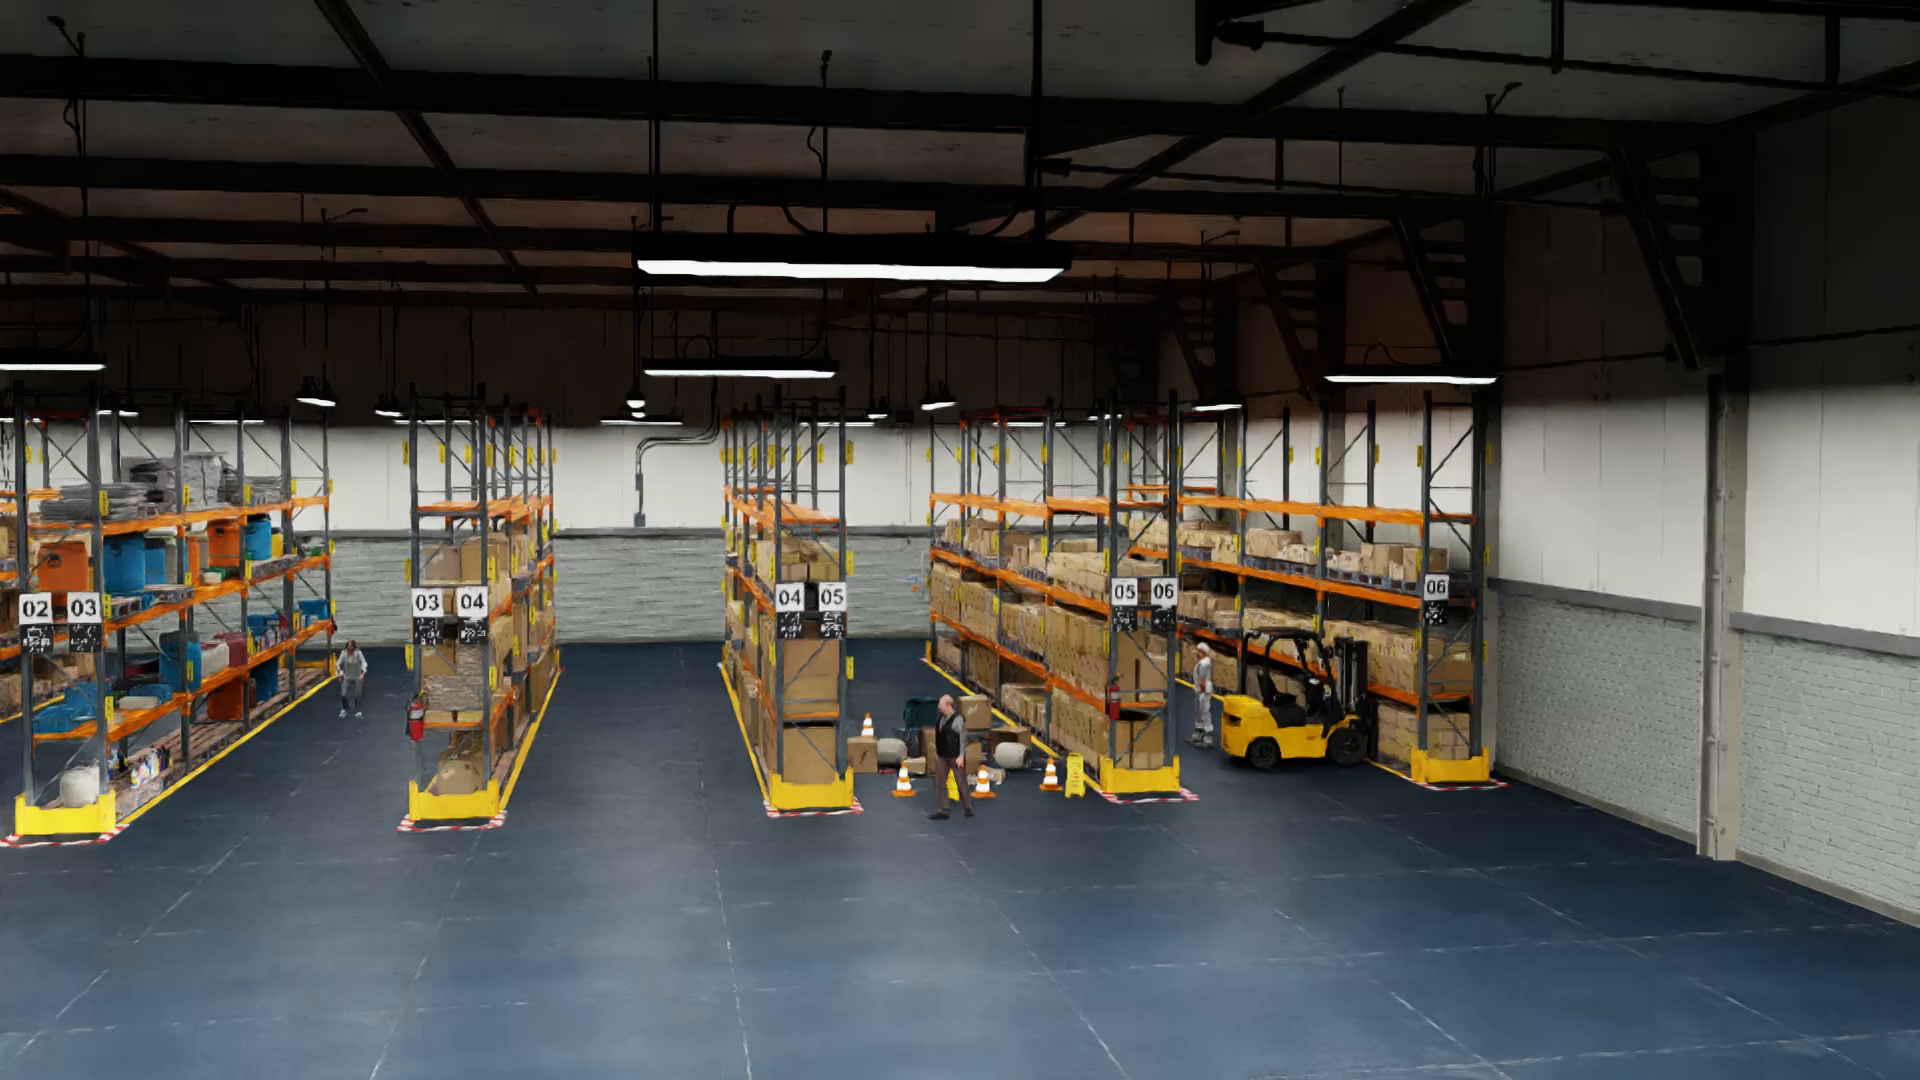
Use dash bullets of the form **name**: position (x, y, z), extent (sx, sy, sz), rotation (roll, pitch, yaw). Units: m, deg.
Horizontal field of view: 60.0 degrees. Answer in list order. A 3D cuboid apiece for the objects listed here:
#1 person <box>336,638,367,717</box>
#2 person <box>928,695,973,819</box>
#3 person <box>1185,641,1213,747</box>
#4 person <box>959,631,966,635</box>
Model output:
- **person**: position (-11.618, 2.629, 31.758), extent (0.566, 1.541, 0.519), rotation (-1, 3, -14)
- **person**: position (-0.110, 2.988, 22.962), extent (0.578, 1.716, 0.571), rotation (3, 4, 44)
- **person**: position (4.127, 2.640, 28.663), extent (0.501, 1.789, 0.610), rotation (1, 3, 13)
- **person**: position (0.189, 1.981, 42.315), extent (0.618, 1.783, 0.567), rotation (-3, 4, -43)
